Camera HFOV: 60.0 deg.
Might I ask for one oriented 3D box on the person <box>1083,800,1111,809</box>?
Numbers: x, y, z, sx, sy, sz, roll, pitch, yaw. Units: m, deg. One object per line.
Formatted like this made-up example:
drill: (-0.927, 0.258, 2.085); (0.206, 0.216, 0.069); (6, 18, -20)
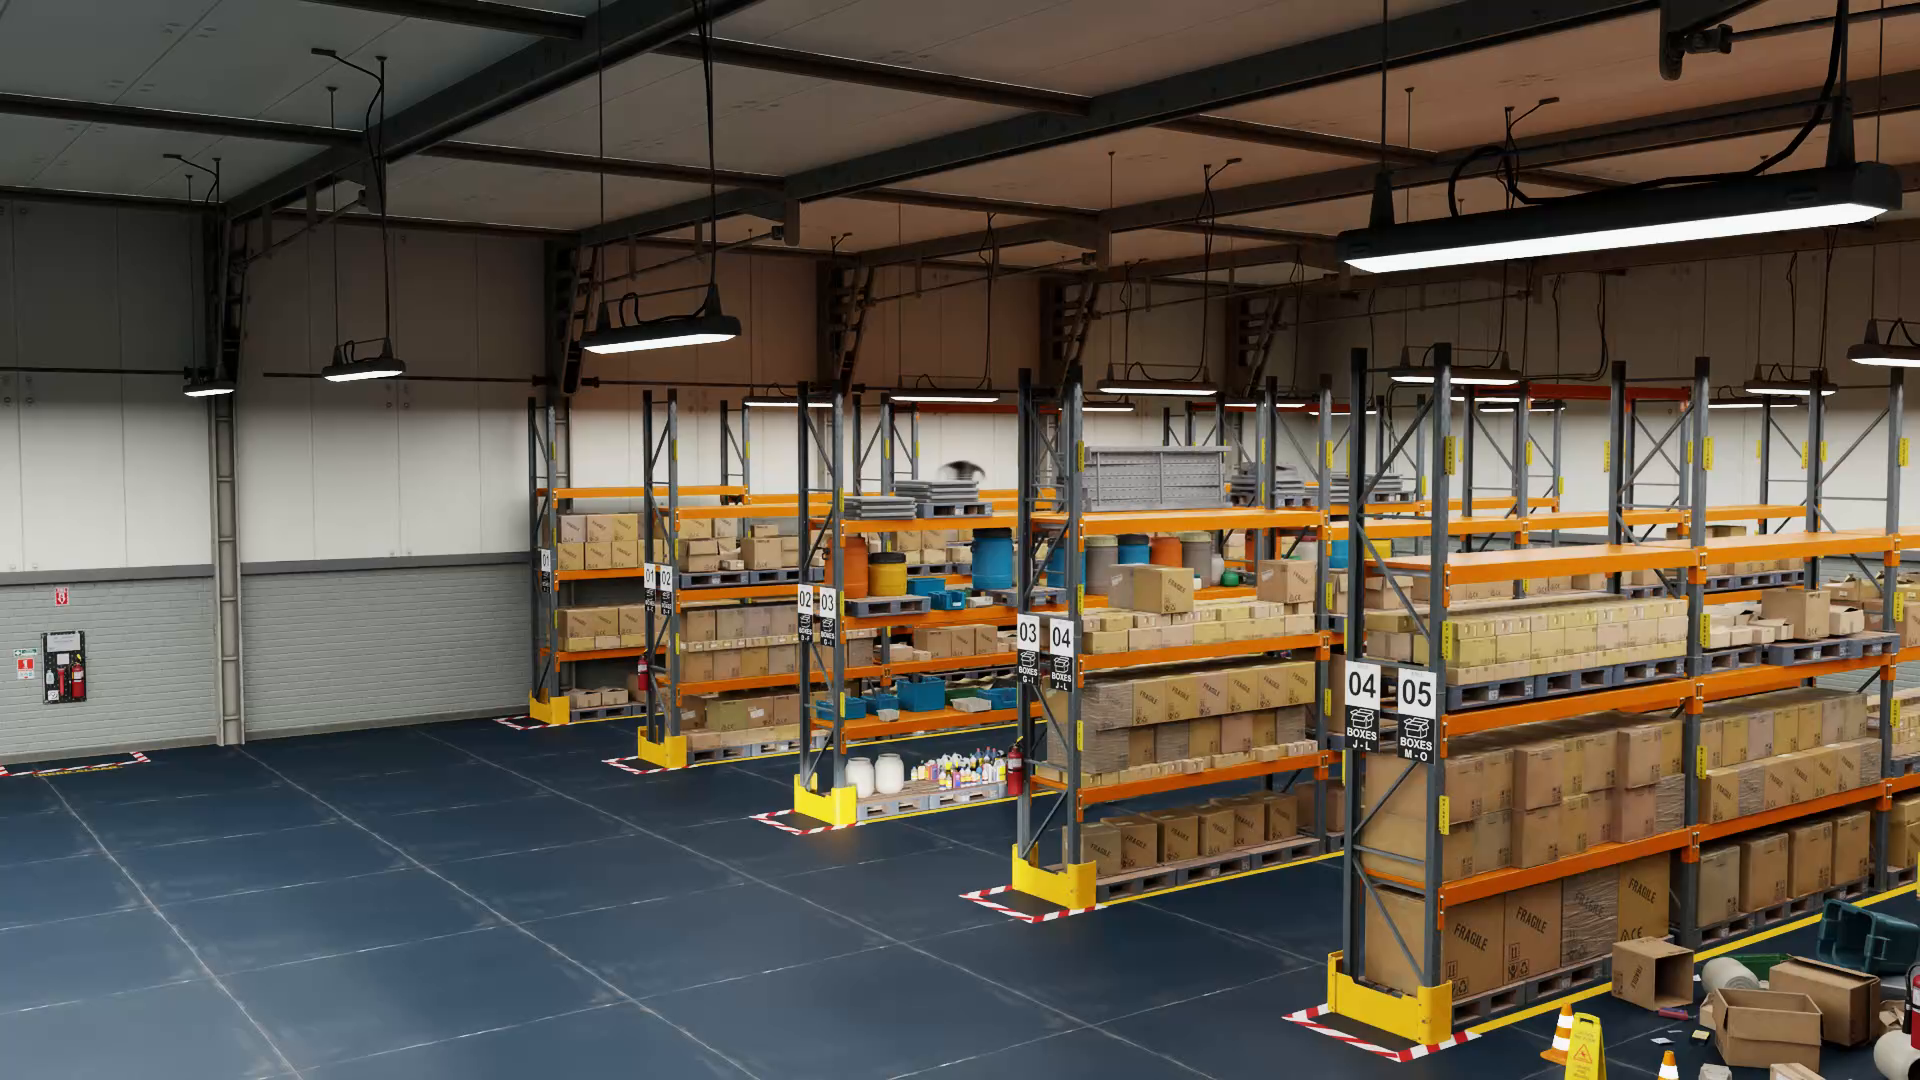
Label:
person: (1.884, 3.025, 23.293); (1.030, 1.498, 0.594); (-3, 5, -44)

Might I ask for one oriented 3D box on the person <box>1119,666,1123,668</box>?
person: (2.842, 2.671, 29.554); (1.235, 1.562, 0.699); (-1, 4, -22)
